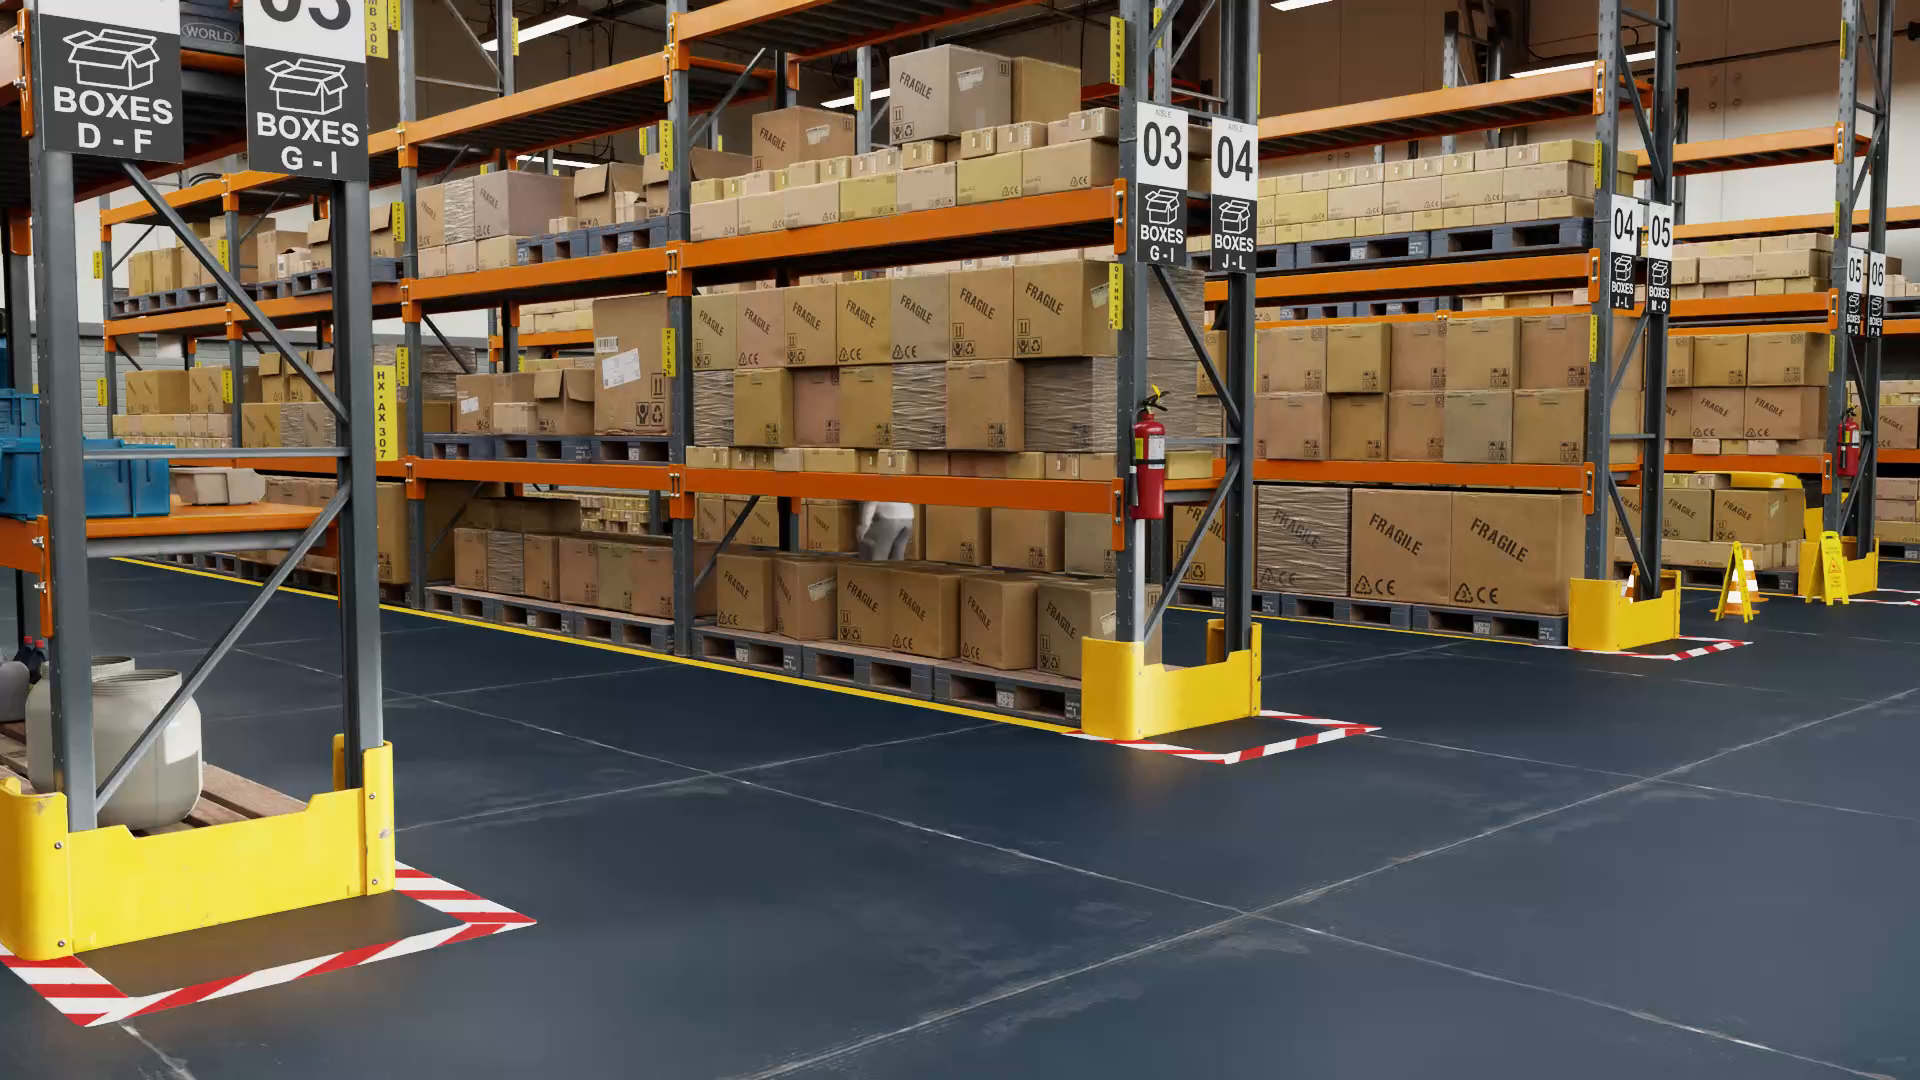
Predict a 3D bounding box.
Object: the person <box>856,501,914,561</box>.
[{"bbox_3d":[-0.571,-0.111,12.779,0.381,1.651,0.485,3,5,34],"label":"person"}]
